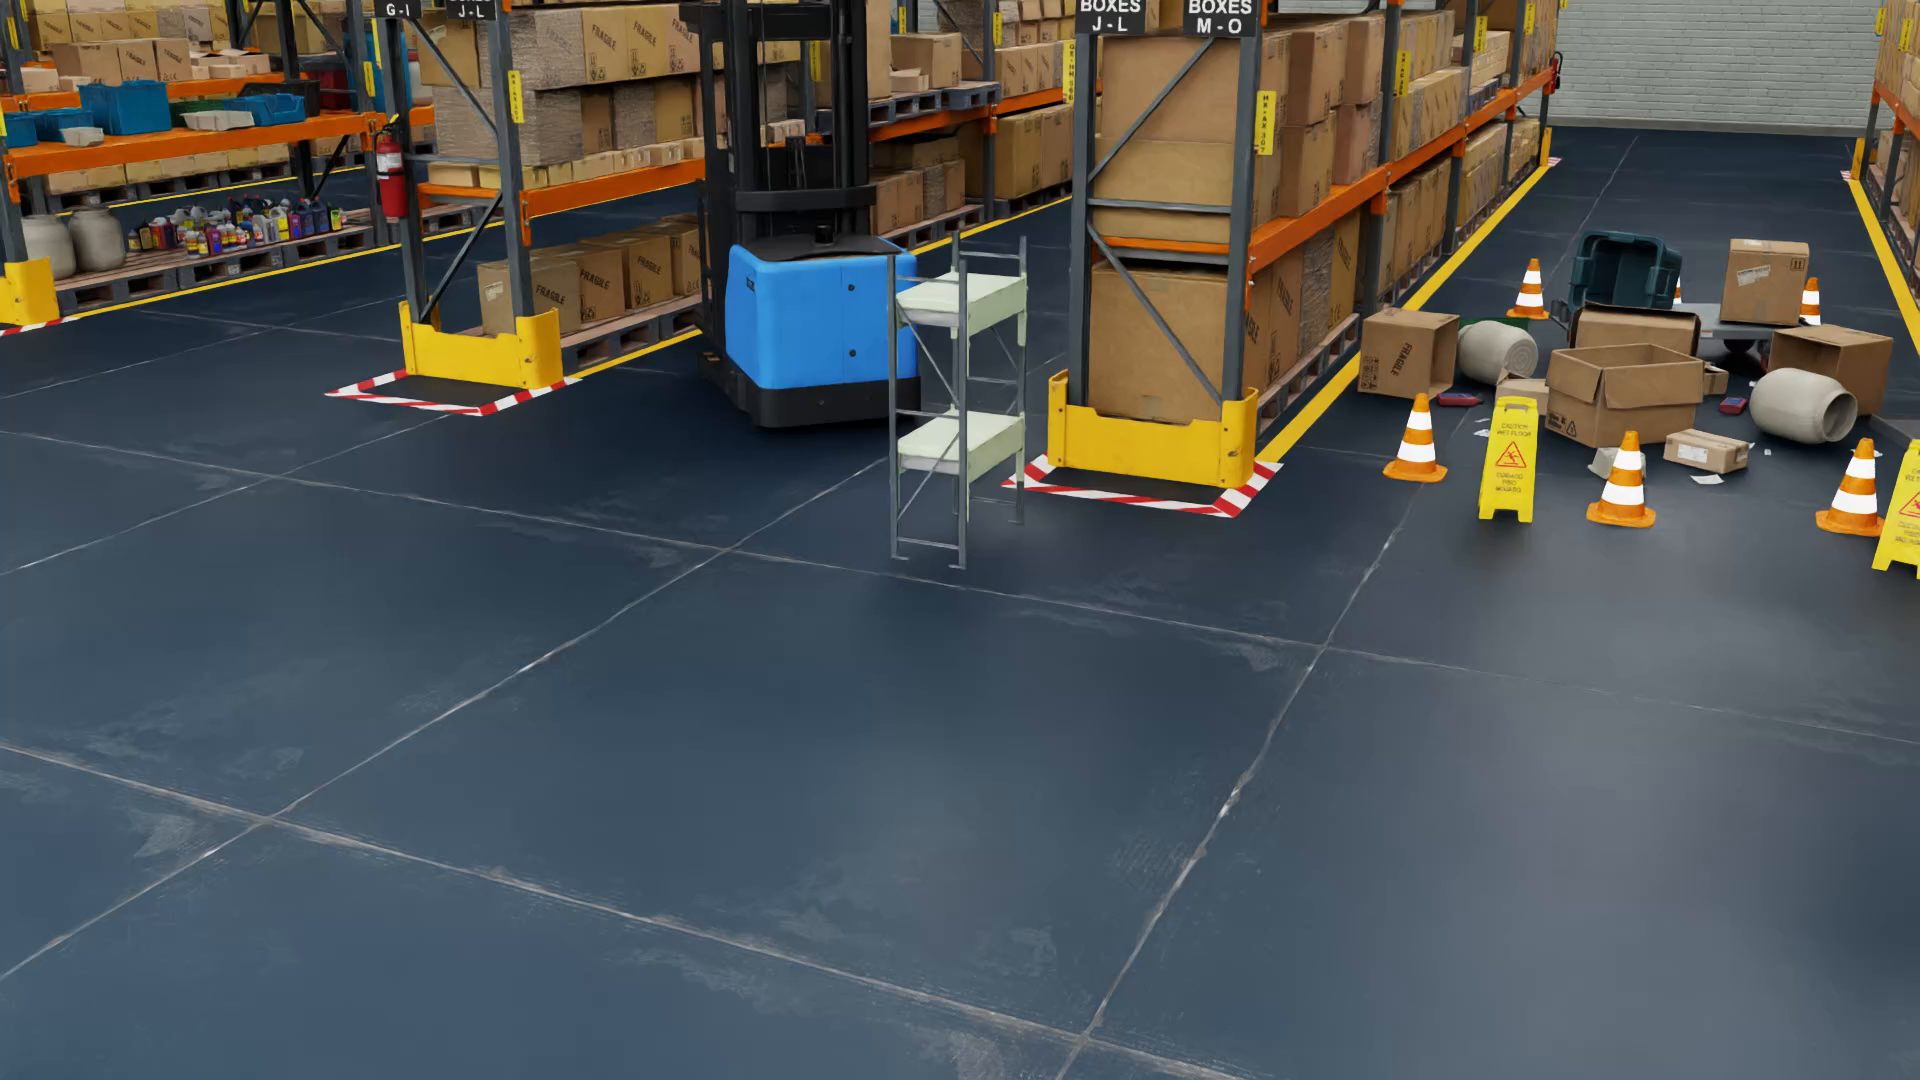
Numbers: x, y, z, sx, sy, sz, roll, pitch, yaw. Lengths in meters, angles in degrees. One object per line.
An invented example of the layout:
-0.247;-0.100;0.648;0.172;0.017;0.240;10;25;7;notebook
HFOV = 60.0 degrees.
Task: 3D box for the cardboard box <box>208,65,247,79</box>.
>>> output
-9.257;-5.918;21.009;0.380;0.149;0.250;9;21;23;cardboard box

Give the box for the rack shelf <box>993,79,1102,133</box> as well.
0.714;-5.262;19.861;1.077;0.370;4.000;9;21;23;rack shelf

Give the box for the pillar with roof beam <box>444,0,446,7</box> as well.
-6.142;-12.654;30.619;9.100;9.000;0.400;9;21;23;pillar with roof beam

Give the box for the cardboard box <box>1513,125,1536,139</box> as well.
7.301;-5.336;21.736;0.380;0.149;0.250;9;22;25;cardboard box

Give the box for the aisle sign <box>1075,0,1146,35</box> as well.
0.800;-3.076;8.763;0.394;0.787;0.004;9;21;23;aisle sign

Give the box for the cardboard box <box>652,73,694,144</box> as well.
-2.575;-3.363;12.855;0.875;0.500;0.500;9;21;23;cardboard box

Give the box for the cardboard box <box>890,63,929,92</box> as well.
-0.541;-4.577;16.436;0.396;0.266;0.258;8;21;21;cardboard box

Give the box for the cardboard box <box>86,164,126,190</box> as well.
-10.177;-4.275;19.488;0.500;0.250;0.500;9;22;24;cardboard box

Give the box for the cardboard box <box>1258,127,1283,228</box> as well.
1.419;-2.194;9.936;0.875;0.550;0.550;9;21;23;cardboard box

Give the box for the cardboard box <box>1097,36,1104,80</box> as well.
1.591;-6.079;20.935;0.500;0.500;0.500;9;21;23;cardboard box

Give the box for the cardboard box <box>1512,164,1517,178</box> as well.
6.568;-4.504;20.284;0.380;0.149;0.250;9;22;24;cardboard box

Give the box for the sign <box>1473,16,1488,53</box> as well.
4.887;-4.748;15.615;0.100;0.325;0.005;9;21;23;sign

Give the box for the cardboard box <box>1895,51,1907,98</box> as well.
10.531;-5.076;18.116;0.500;0.500;0.500;9;21;23;cardboard box

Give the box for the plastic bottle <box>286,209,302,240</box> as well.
-6.369;-3.023;15.889;0.061;0.283;0.133;10;22;26;plastic bottle

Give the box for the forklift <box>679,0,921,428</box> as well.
-1.220;-2.527;11.200;1.130;2.935;3.031;-7;21;-18;forklift

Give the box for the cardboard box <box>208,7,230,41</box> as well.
-11.983;-8.272;26.629;0.500;0.500;0.500;8;21;22;cardboard box

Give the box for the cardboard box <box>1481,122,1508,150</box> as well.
5.943;-4.612;18.944;0.500;0.250;0.500;8;21;21;cardboard box

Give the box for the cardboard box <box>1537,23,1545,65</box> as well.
7.078;-6.274;21.040;0.500;0.500;0.500;10;22;25;cardboard box

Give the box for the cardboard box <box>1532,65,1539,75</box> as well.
7.336;-6.159;21.686;0.380;0.149;0.250;8;21;20;cardboard box

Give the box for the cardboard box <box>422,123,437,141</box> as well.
-7.859;-6.109;24.243;0.500;0.500;0.500;9;21;23;cardboard box

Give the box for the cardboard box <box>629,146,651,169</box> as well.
-2.540;-2.863;12.417;0.380;0.149;0.250;9;21;23;cardboard box

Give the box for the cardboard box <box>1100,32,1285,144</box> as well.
1.290;-2.520;9.242;0.875;0.550;0.550;9;21;23;cardboard box

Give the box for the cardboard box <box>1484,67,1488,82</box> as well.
5.395;-4.951;17.663;0.380;0.149;0.250;8;21;21;cardboard box

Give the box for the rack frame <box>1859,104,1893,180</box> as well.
12.212;-6.075;21.074;1.000;3.000;0.127;9;21;23;rack frame

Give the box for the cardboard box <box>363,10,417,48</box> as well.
-8.170;-7.269;23.655;0.700;0.500;0.500;3;20;9;cardboard box

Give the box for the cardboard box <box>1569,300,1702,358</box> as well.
4.445;-1.243;11.010;0.797;0.637;0.503;9;21;23;cardboard box

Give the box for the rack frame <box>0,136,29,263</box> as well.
-7.899;-3.223;13.056;1.000;3.000;0.127;9;21;23;rack frame

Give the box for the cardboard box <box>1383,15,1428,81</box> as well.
3.563;-4.192;14.138;0.700;0.500;0.500;8;21;22;cardboard box

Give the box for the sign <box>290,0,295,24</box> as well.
-8.633;-6.820;21.441;0.100;0.325;0.005;9;21;23;sign

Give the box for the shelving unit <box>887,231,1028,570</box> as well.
-0.003;-0.705;8.212;0.431;1.500;0.755;9;21;23;shelving unit

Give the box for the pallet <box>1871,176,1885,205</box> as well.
11.455;-4.134;19.779;1.003;0.211;1.213;9;21;23;pallet

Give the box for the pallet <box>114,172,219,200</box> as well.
-10.014;-4.418;20.576;1.003;0.211;1.213;9;21;23;pallet

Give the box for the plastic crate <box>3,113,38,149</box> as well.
-7.967;-3.347;13.626;0.499;0.251;0.616;9;21;23;plastic crate

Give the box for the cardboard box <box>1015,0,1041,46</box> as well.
0.479;-5.929;19.018;0.797;0.503;0.637;9;22;24;cardboard box

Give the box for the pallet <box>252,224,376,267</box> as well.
-6.574;-2.933;16.400;1.003;0.211;1.213;9;21;23;pallet

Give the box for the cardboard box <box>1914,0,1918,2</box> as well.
10.410;-5.814;17.730;0.380;0.149;0.250;8;21;22;cardboard box

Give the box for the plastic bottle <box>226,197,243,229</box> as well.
-7.048;-3.158;16.168;0.144;0.351;0.185;8;21;20;plastic bottle

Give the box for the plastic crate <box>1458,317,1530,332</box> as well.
3.865;-1.524;12.389;0.662;0.188;0.450;-14;14;-33;plastic crate

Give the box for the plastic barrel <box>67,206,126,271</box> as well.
-7.494;-2.614;14.428;0.421;0.512;0.421;0;20;0;plastic barrel

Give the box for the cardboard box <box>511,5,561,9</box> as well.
-3.181;-3.558;11.911;0.500;0.500;0.500;9;21;23;cardboard box

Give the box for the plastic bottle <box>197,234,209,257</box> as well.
-6.830;-2.655;14.978;0.097;0.201;0.097;0;20;0;plastic bottle

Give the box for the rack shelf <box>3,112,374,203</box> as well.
-7.080;-3.496;14.895;1.077;0.370;4.000;9;21;23;rack shelf

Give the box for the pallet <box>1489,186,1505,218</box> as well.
5.700;-3.948;19.256;1.003;0.211;1.213;9;21;23;pallet

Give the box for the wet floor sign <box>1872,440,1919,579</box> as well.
4.607;-0.163;7.965;0.267;0.644;0.232;18;26;41;wet floor sign

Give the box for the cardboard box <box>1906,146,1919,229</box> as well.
10.031;-3.571;16.578;0.875;0.875;0.875;9;22;24;cardboard box

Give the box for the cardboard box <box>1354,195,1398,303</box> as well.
2.913;-2.395;13.457;1.050;0.750;0.750;8;21;22;cardboard box

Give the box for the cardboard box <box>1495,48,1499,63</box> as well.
5.715;-5.331;18.287;0.380;0.149;0.250;8;21;21;cardboard box

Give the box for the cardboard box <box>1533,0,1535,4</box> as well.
6.623;-6.424;19.970;0.500;0.500;0.500;8;21;21;cardboard box

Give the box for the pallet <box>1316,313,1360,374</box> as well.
2.358;-1.519;12.426;1.003;0.211;1.213;9;21;23;pallet

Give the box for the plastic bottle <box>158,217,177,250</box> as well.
-7.321;-2.831;15.350;0.061;0.283;0.133;9;21;23;plastic bottle

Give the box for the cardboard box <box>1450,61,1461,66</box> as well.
4.760;-4.618;16.280;0.380;0.149;0.250;10;22;25;cardboard box

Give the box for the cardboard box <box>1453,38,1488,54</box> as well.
5.282;-5.154;17.346;0.380;0.149;0.250;9;22;24;cardboard box

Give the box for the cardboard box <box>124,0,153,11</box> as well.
-12.616;-8.156;25.184;0.500;0.250;0.500;8;21;22;cardboard box

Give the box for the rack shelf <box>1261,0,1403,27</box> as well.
1.922;-3.518;10.481;1.077;0.370;4.000;9;21;23;rack shelf

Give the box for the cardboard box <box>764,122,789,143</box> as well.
-1.673;-3.467;14.115;0.380;0.149;0.250;9;21;23;cardboard box

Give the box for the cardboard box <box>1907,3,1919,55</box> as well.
10.132;-5.275;17.184;0.500;0.500;0.500;9;21;23;cardboard box

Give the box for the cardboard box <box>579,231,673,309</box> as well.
-2.622;-2.129;13.081;0.500;0.500;0.500;11;22;28;cardboard box

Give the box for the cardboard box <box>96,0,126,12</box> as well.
-12.820;-7.999;24.743;0.500;0.250;0.500;9;21;23;cardboard box

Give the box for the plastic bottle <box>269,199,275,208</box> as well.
-6.802;-3.219;16.441;0.061;0.283;0.133;9;21;23;plastic bottle
